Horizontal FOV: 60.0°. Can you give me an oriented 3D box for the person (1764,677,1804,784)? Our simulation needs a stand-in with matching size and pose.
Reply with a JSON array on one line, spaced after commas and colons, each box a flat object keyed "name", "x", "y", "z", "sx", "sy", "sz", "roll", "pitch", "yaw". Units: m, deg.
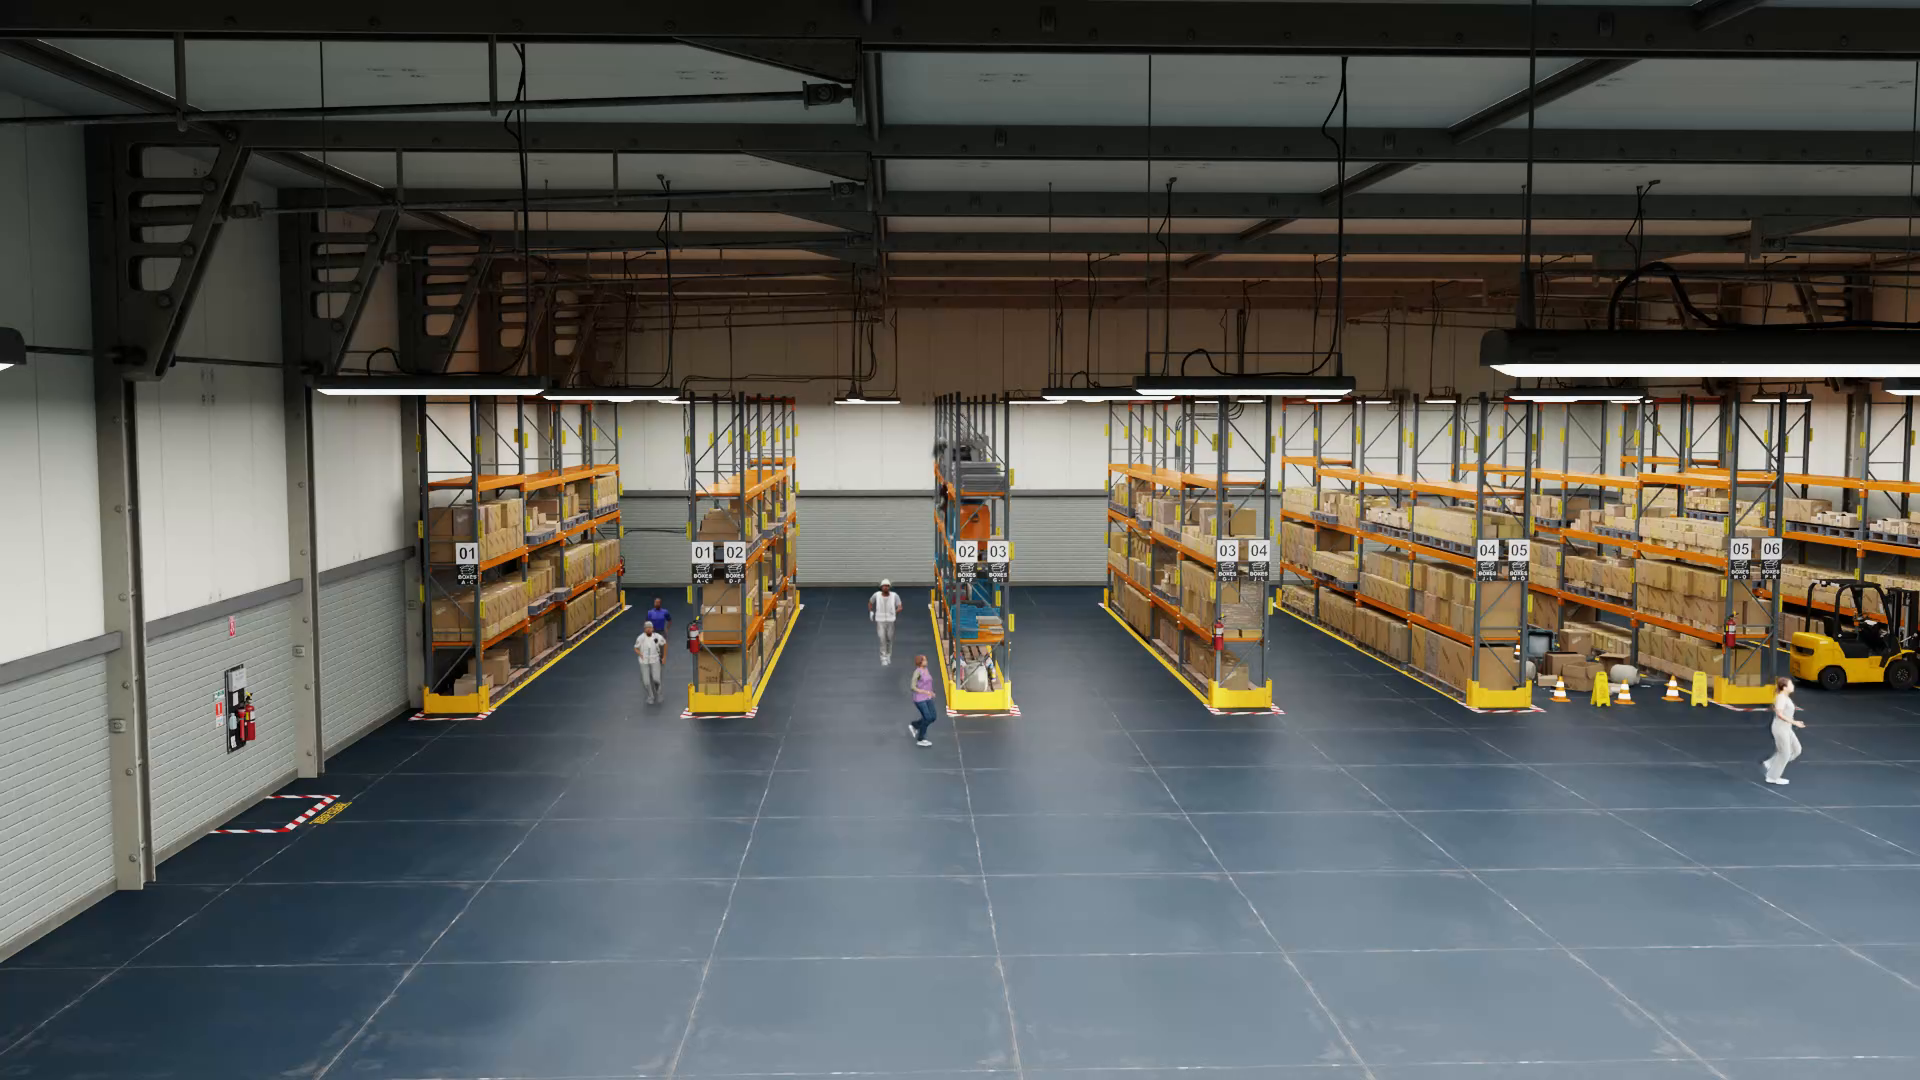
[{"name": "person", "x": 12.490, "y": 2.886, "z": 25.183, "sx": 0.549, "sy": 1.633, "sz": 0.578, "roll": 3, "pitch": 5, "yaw": 32}]

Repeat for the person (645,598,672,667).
[{"name": "person", "x": -6.494, "y": 2.096, "z": 35.826, "sx": 0.577, "sy": 1.523, "sz": 0.737, "roll": -1, "pitch": 5, "yaw": -10}]

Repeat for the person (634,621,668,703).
[{"name": "person", "x": -5.938, "y": 2.357, "z": 31.917, "sx": 0.618, "sy": 1.610, "sz": 0.679, "roll": 0, "pitch": 5, "yaw": -3}]

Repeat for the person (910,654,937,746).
[{"name": "person", "x": -0.640, "y": 2.698, "z": 28.094, "sx": 0.560, "sy": 1.550, "sz": 0.532, "roll": 2, "pitch": 5, "yaw": 27}]

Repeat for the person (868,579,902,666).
[{"name": "person", "x": -1.561, "y": 1.741, "z": 34.996, "sx": 0.700, "sy": 1.837, "sz": 0.863, "roll": -1, "pitch": 5, "yaw": -8}]
